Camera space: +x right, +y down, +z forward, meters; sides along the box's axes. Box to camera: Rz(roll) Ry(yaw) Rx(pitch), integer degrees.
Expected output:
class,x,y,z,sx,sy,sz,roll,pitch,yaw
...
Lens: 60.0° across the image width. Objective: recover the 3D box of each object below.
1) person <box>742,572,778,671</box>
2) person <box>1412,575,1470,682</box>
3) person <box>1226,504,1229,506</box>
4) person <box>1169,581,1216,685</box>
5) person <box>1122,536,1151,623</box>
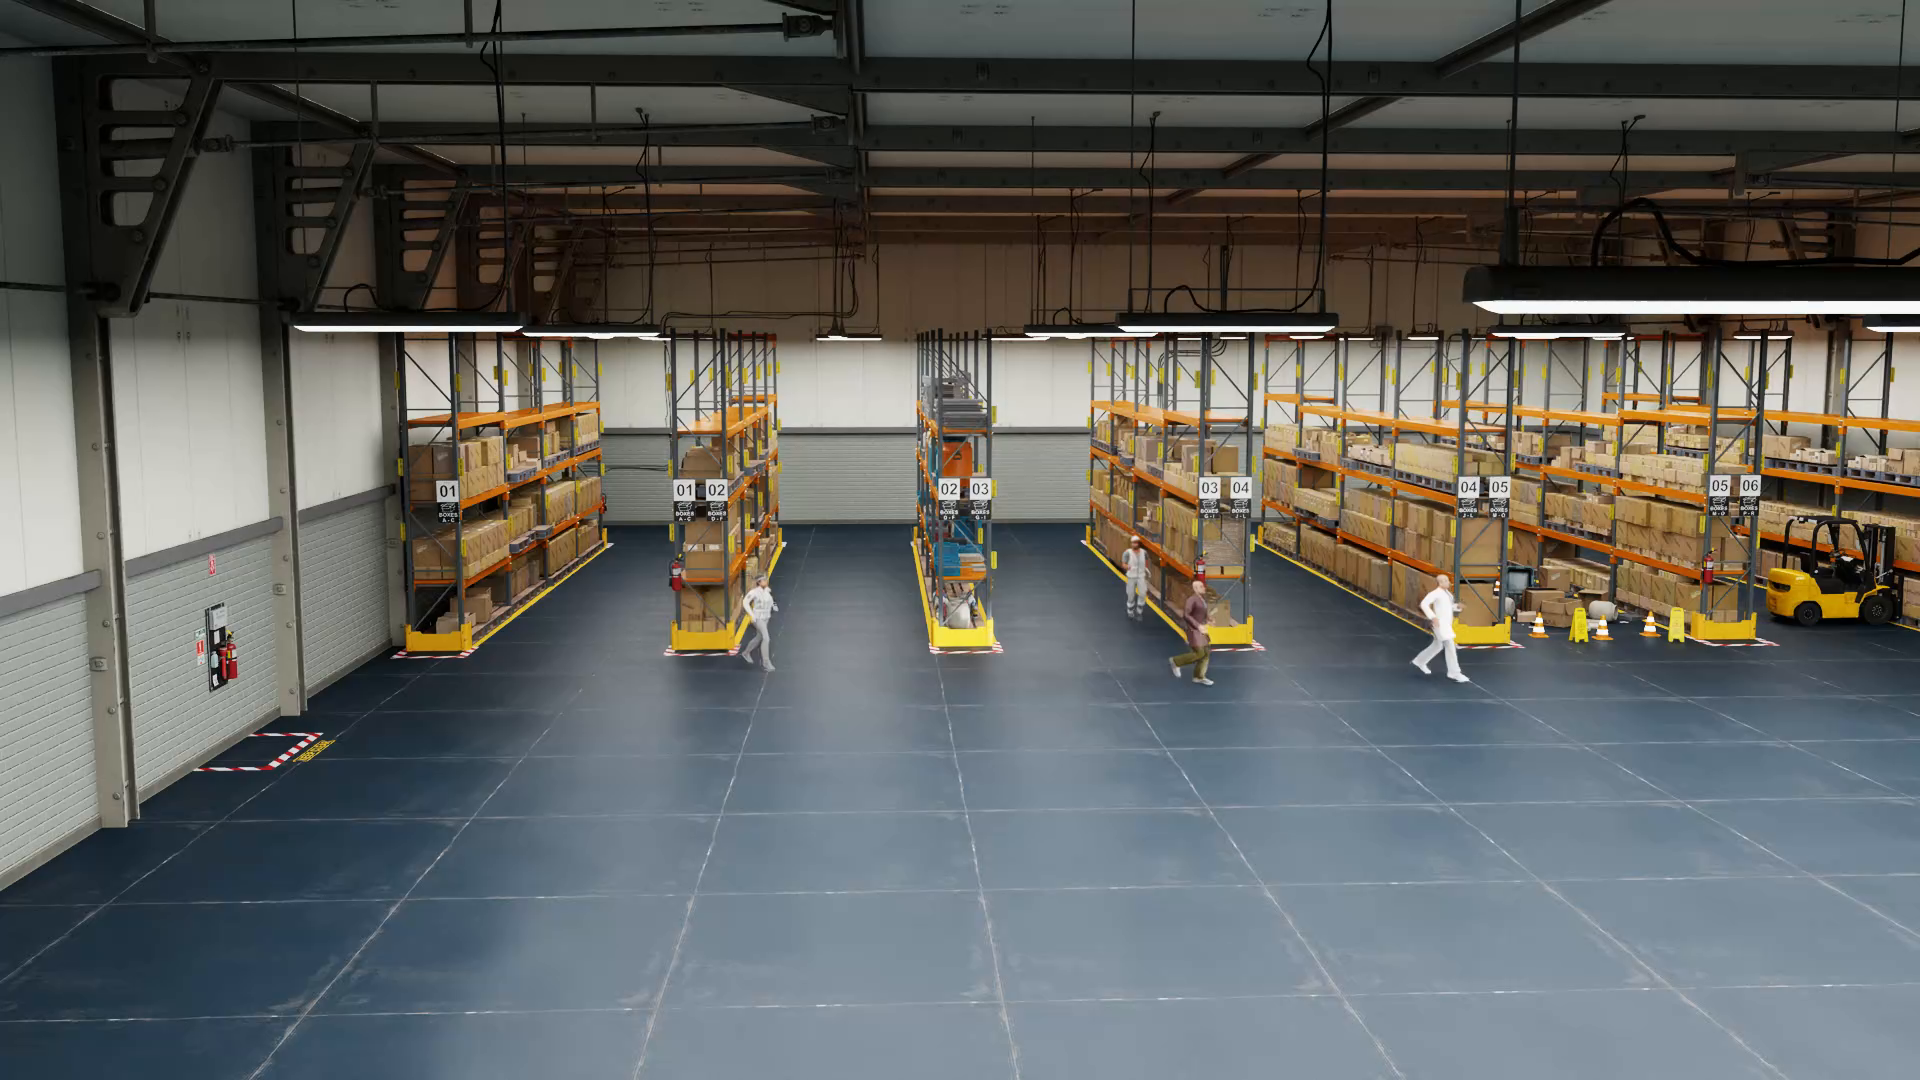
class,x,y,z,sx,sy,sz,roll,pitch,yaw
person,-3.532,1.417,29.421,0.763,1.733,0.611,4,8,30
person,8.221,1.475,28.365,1.039,1.783,0.696,4,8,33
person,7.570,-0.801,48.156,0.707,1.708,0.830,6,9,40
person,3.958,1.554,28.164,0.743,1.761,0.712,4,8,28
person,3.633,0.800,34.205,0.643,1.796,0.803,-1,7,-6
